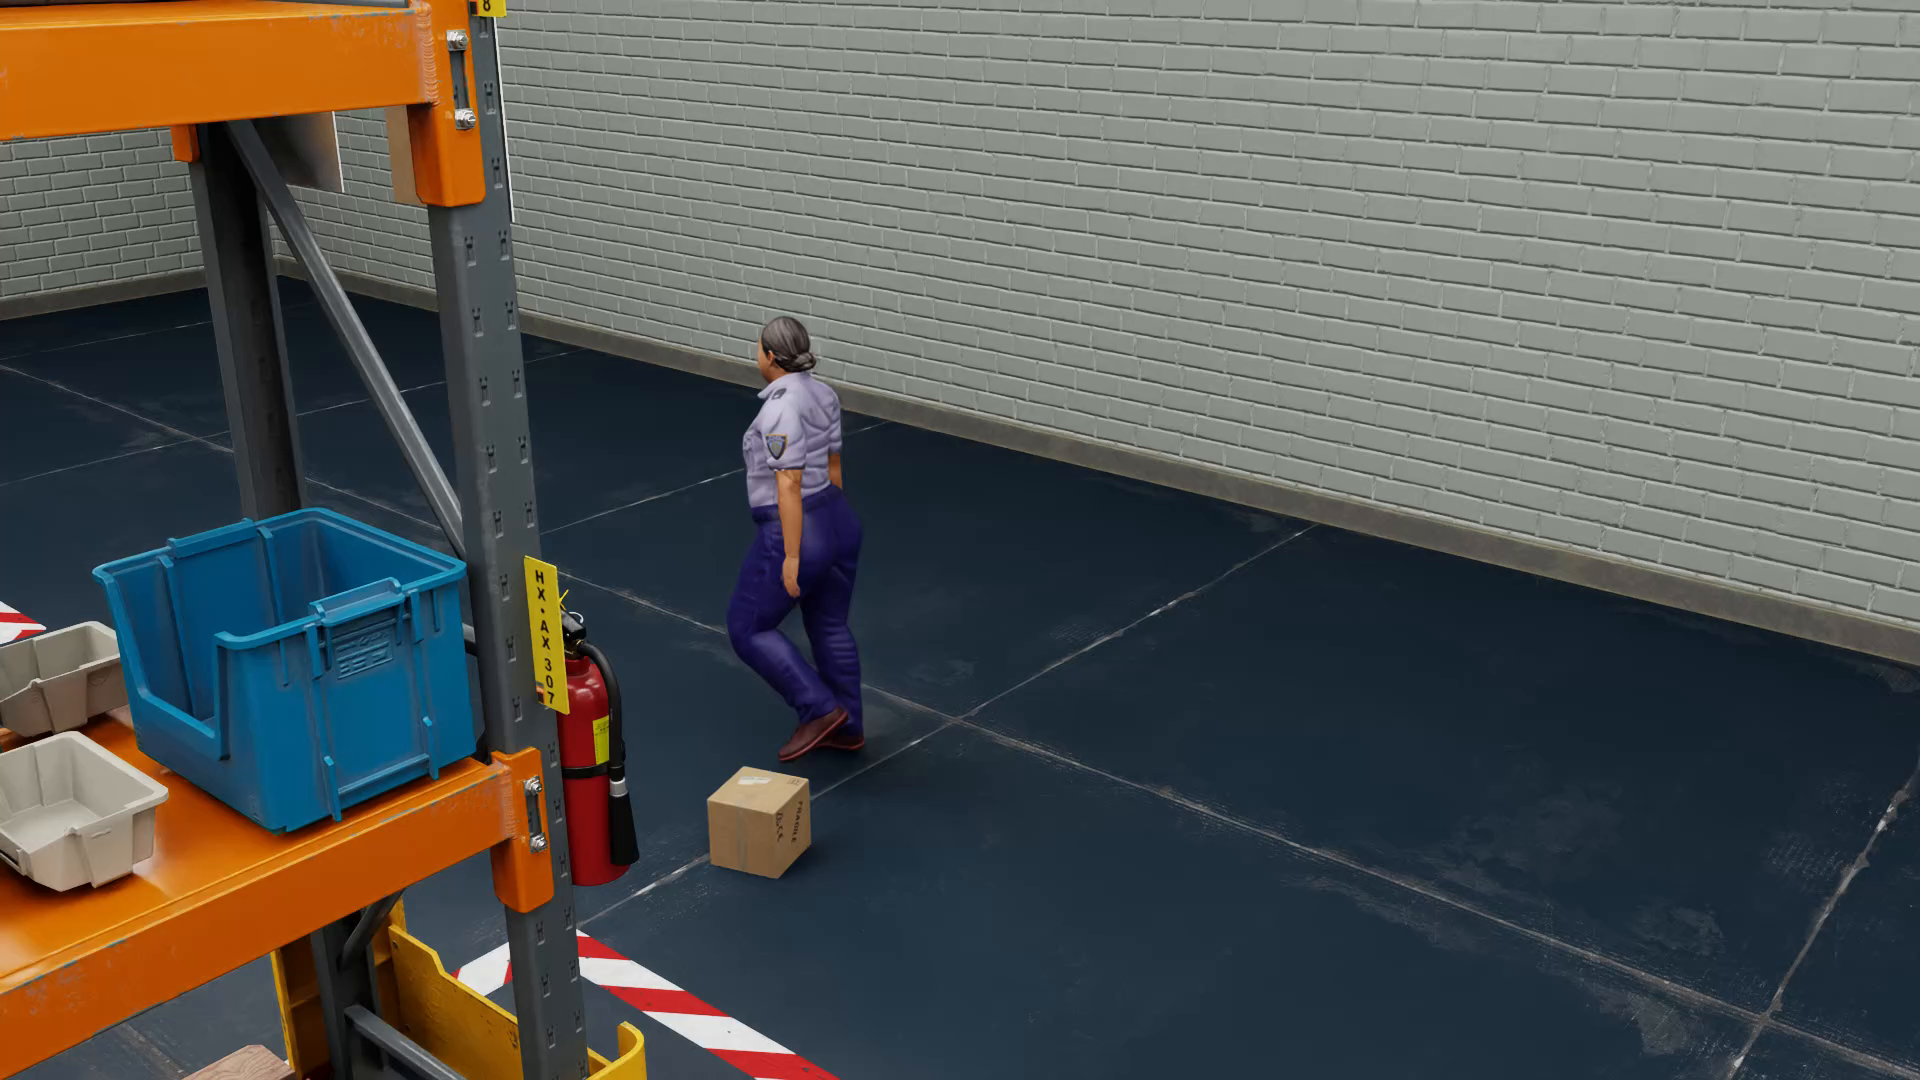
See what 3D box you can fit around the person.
[{"bbox_3d":[-0.575,0.009,6.044,0.445,1.638,0.542,9,22,23],"label":"person"}]
